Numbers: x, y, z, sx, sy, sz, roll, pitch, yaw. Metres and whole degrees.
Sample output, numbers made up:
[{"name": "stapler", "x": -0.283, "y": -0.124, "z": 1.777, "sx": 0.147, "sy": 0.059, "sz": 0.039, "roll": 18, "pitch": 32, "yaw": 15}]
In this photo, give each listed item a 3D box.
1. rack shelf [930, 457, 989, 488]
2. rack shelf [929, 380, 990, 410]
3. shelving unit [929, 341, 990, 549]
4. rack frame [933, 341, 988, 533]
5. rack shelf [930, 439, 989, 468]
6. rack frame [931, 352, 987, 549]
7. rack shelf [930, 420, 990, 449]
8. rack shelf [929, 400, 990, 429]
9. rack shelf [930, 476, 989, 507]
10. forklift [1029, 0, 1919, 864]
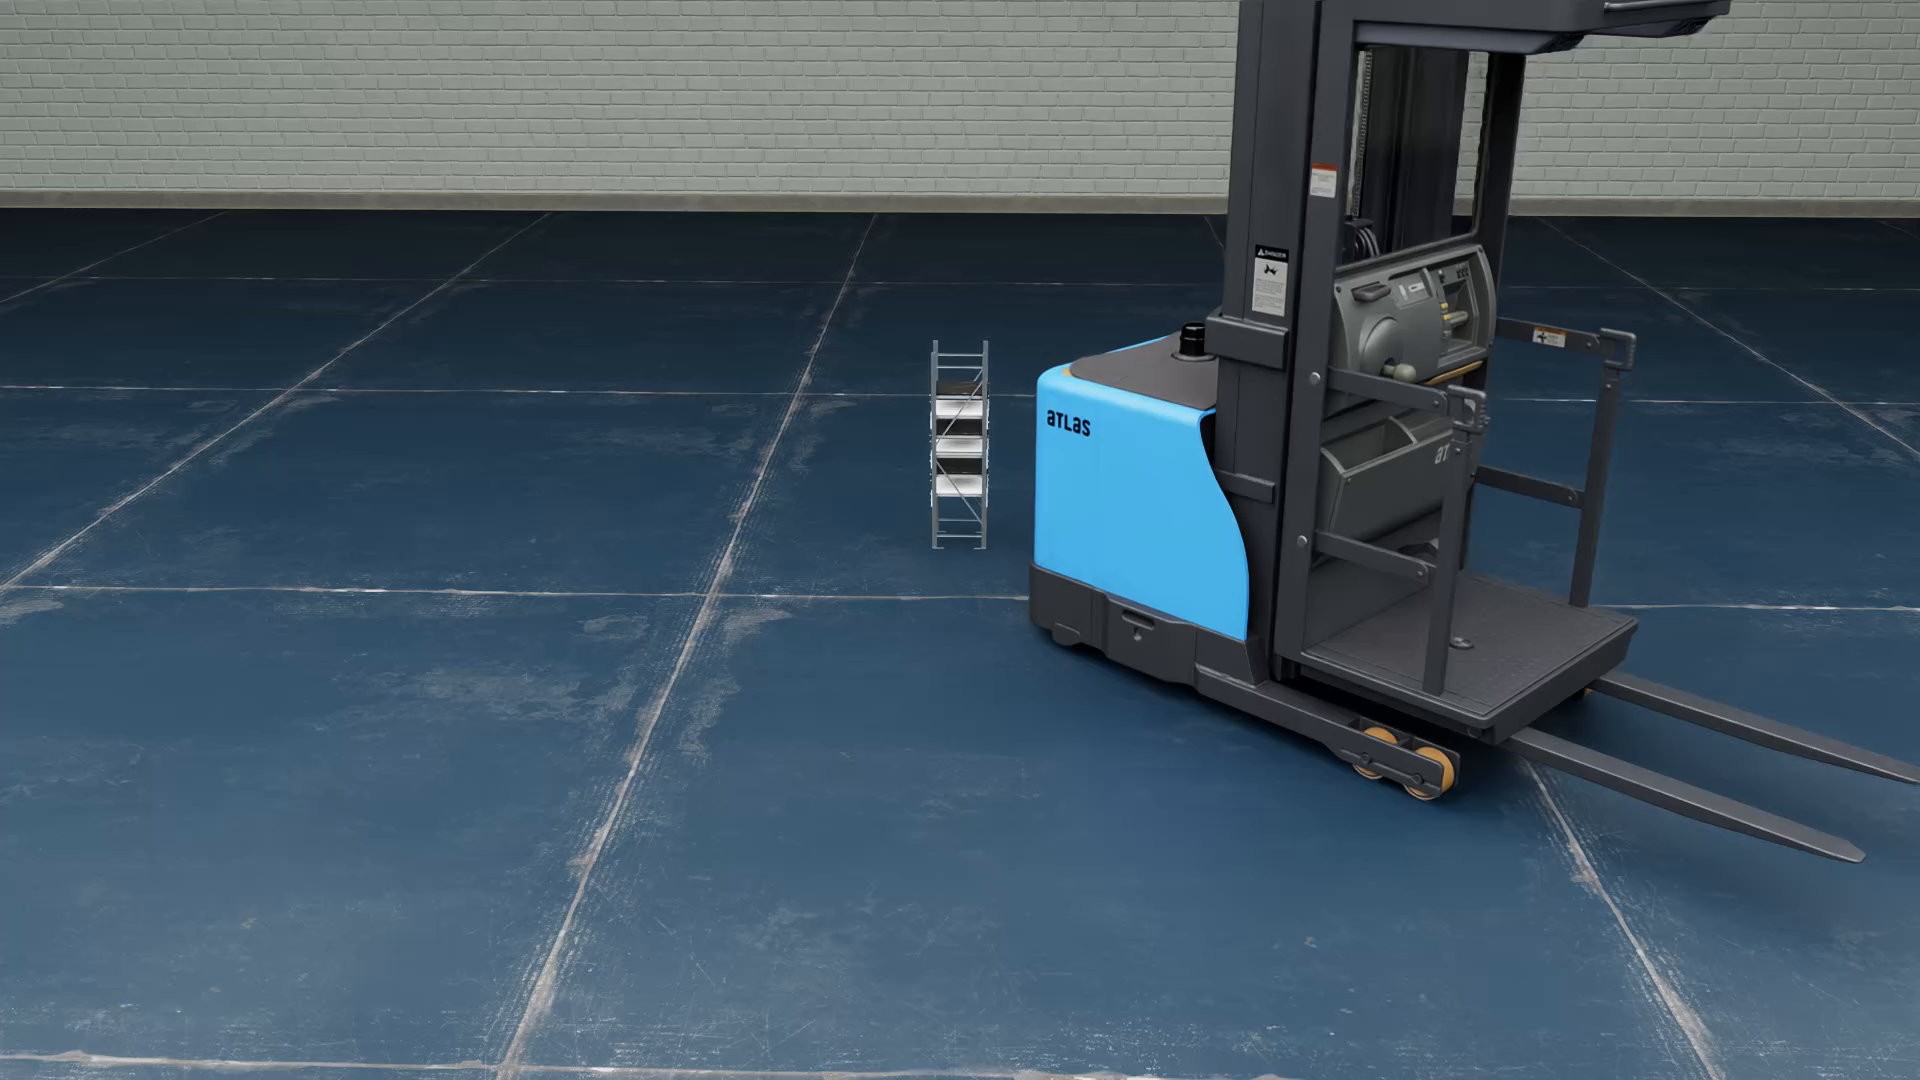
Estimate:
[{"name": "rack shelf", "x": 0.000, "y": -0.302, "z": 7.403, "sx": 0.258, "sy": 0.077, "sz": 0.200, "roll": 1, "pitch": 21, "yaw": 2}, {"name": "rack shelf", "x": 0.000, "y": -0.637, "z": 7.273, "sx": 0.258, "sy": 0.077, "sz": 0.200, "roll": 1, "pitch": 21, "yaw": 2}, {"name": "shelving unit", "x": 0.000, "y": -0.417, "z": 7.359, "sx": 0.258, "sy": 0.900, "sz": 0.210, "roll": 1, "pitch": 21, "yaw": 2}, {"name": "rack frame", "x": 0.003, "y": -0.453, "z": 7.453, "sx": 0.240, "sy": 0.900, "sz": 0.006, "roll": 1, "pitch": 21, "yaw": 2}, {"name": "rack shelf", "x": 0.000, "y": -0.386, "z": 7.371, "sx": 0.258, "sy": 0.077, "sz": 0.200, "roll": 1, "pitch": 21, "yaw": 2}, {"name": "rack frame", "x": -0.003, "y": -0.380, "z": 7.264, "sx": 0.240, "sy": 0.900, "sz": 0.006, "roll": 1, "pitch": 21, "yaw": 2}, {"name": "rack shelf", "x": 0.000, "y": -0.469, "z": 7.338, "sx": 0.258, "sy": 0.077, "sz": 0.200, "roll": 1, "pitch": 21, "yaw": 2}, {"name": "rack shelf", "x": 0.000, "y": -0.553, "z": 7.306, "sx": 0.258, "sy": 0.077, "sz": 0.200, "roll": 1, "pitch": 21, "yaw": 2}, {"name": "rack shelf", "x": 0.000, "y": -0.218, "z": 7.436, "sx": 0.258, "sy": 0.077, "sz": 0.200, "roll": 1, "pitch": 21, "yaw": 2}, {"name": "forklift", "x": 1.665, "y": -0.738, "z": 5.380, "sx": 1.130, "sy": 2.935, "sz": 3.031, "roll": -20, "pitch": 29, "yaw": -41}]
